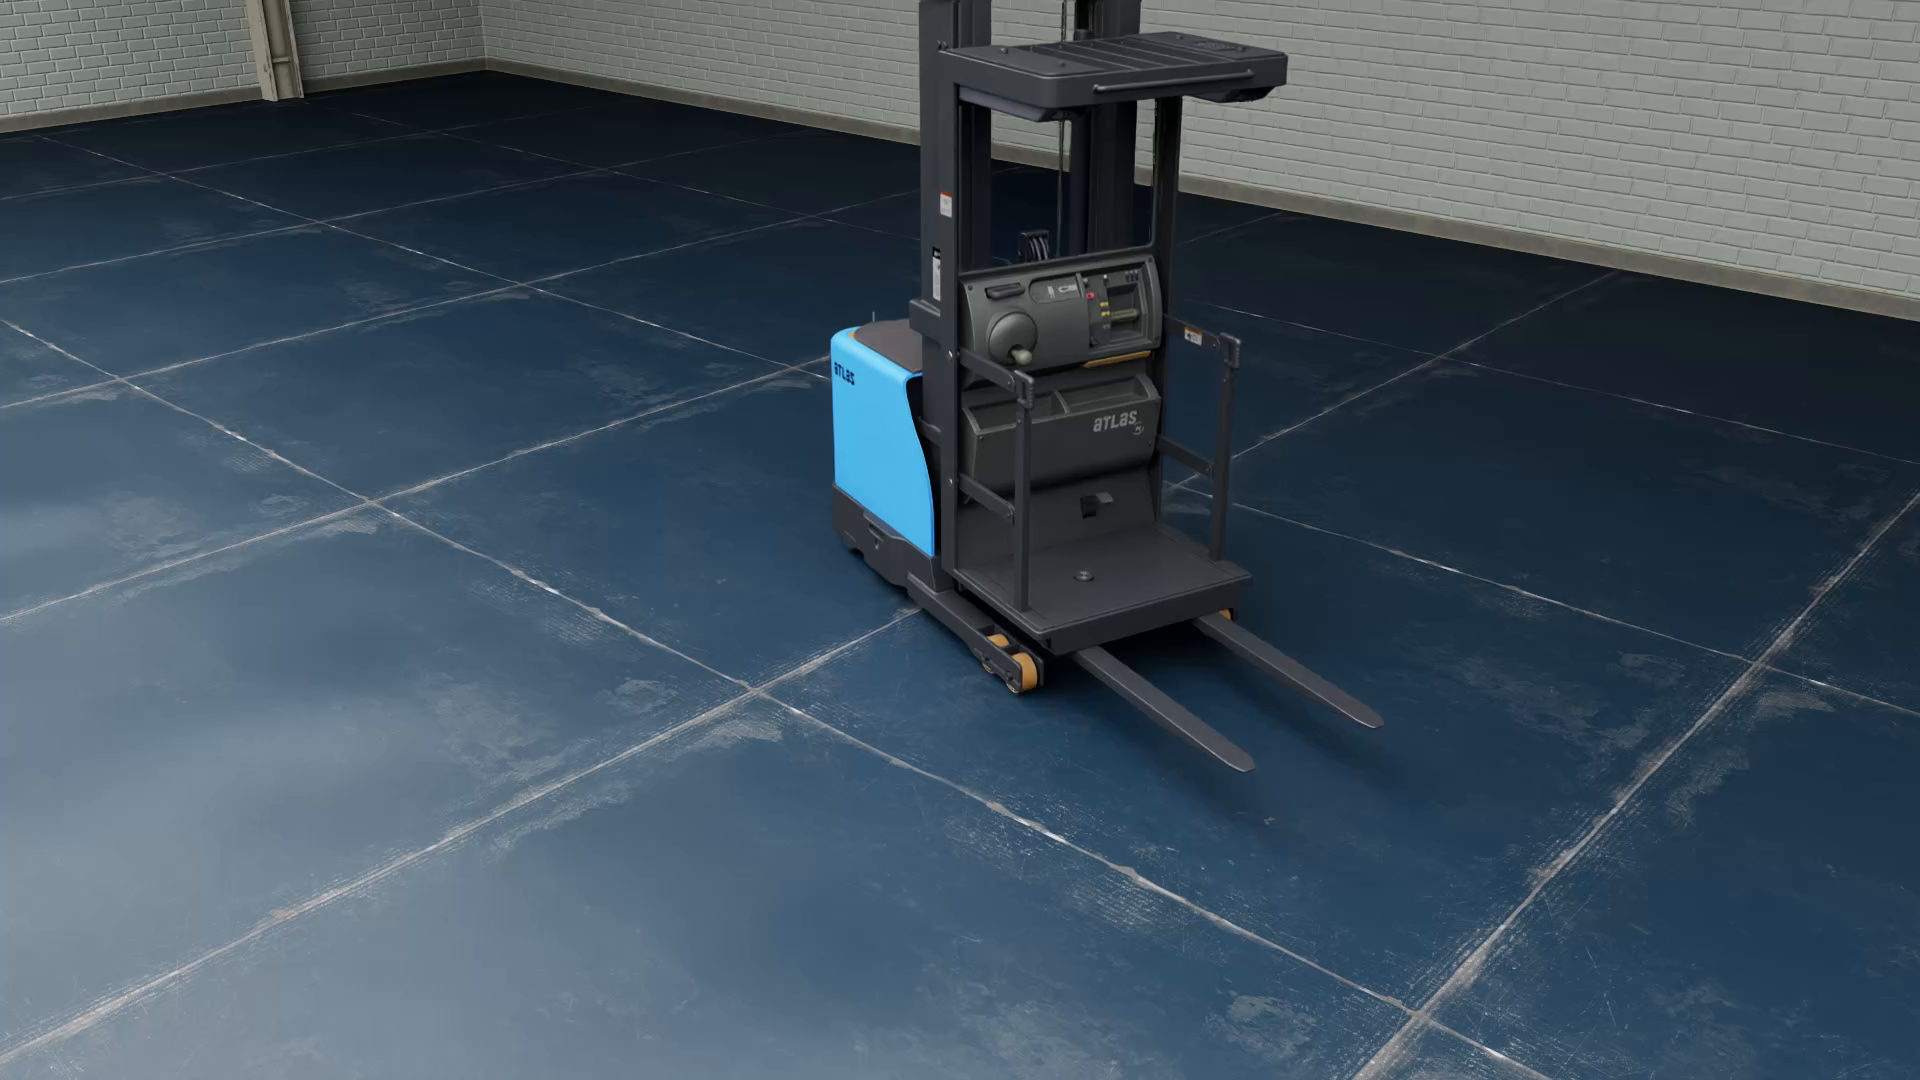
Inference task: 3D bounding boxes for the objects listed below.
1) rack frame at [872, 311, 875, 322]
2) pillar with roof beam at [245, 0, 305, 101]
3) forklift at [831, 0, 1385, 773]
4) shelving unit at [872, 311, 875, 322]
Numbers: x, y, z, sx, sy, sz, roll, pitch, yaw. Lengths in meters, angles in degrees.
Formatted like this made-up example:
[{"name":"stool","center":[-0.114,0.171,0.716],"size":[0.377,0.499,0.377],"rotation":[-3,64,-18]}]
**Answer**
[{"name":"rack frame","center":[-0.379,-0.616,8.340],"size":[0.008,1.050,0.200],"rotation":[-14,27,-28]},{"name":"pillar with roof beam","center":[-5.043,-8.320,15.807],"size":[9.100,9.000,0.400],"rotation":[20,31,38]},{"name":"forklift","center":[0.542,-0.920,6.719],"size":[1.130,2.935,3.031],"rotation":[-13,27,-27]},{"name":"shelving unit","center":[-0.274,-0.641,8.397],"size":[0.252,1.050,0.215],"rotation":[-14,27,-28]}]
